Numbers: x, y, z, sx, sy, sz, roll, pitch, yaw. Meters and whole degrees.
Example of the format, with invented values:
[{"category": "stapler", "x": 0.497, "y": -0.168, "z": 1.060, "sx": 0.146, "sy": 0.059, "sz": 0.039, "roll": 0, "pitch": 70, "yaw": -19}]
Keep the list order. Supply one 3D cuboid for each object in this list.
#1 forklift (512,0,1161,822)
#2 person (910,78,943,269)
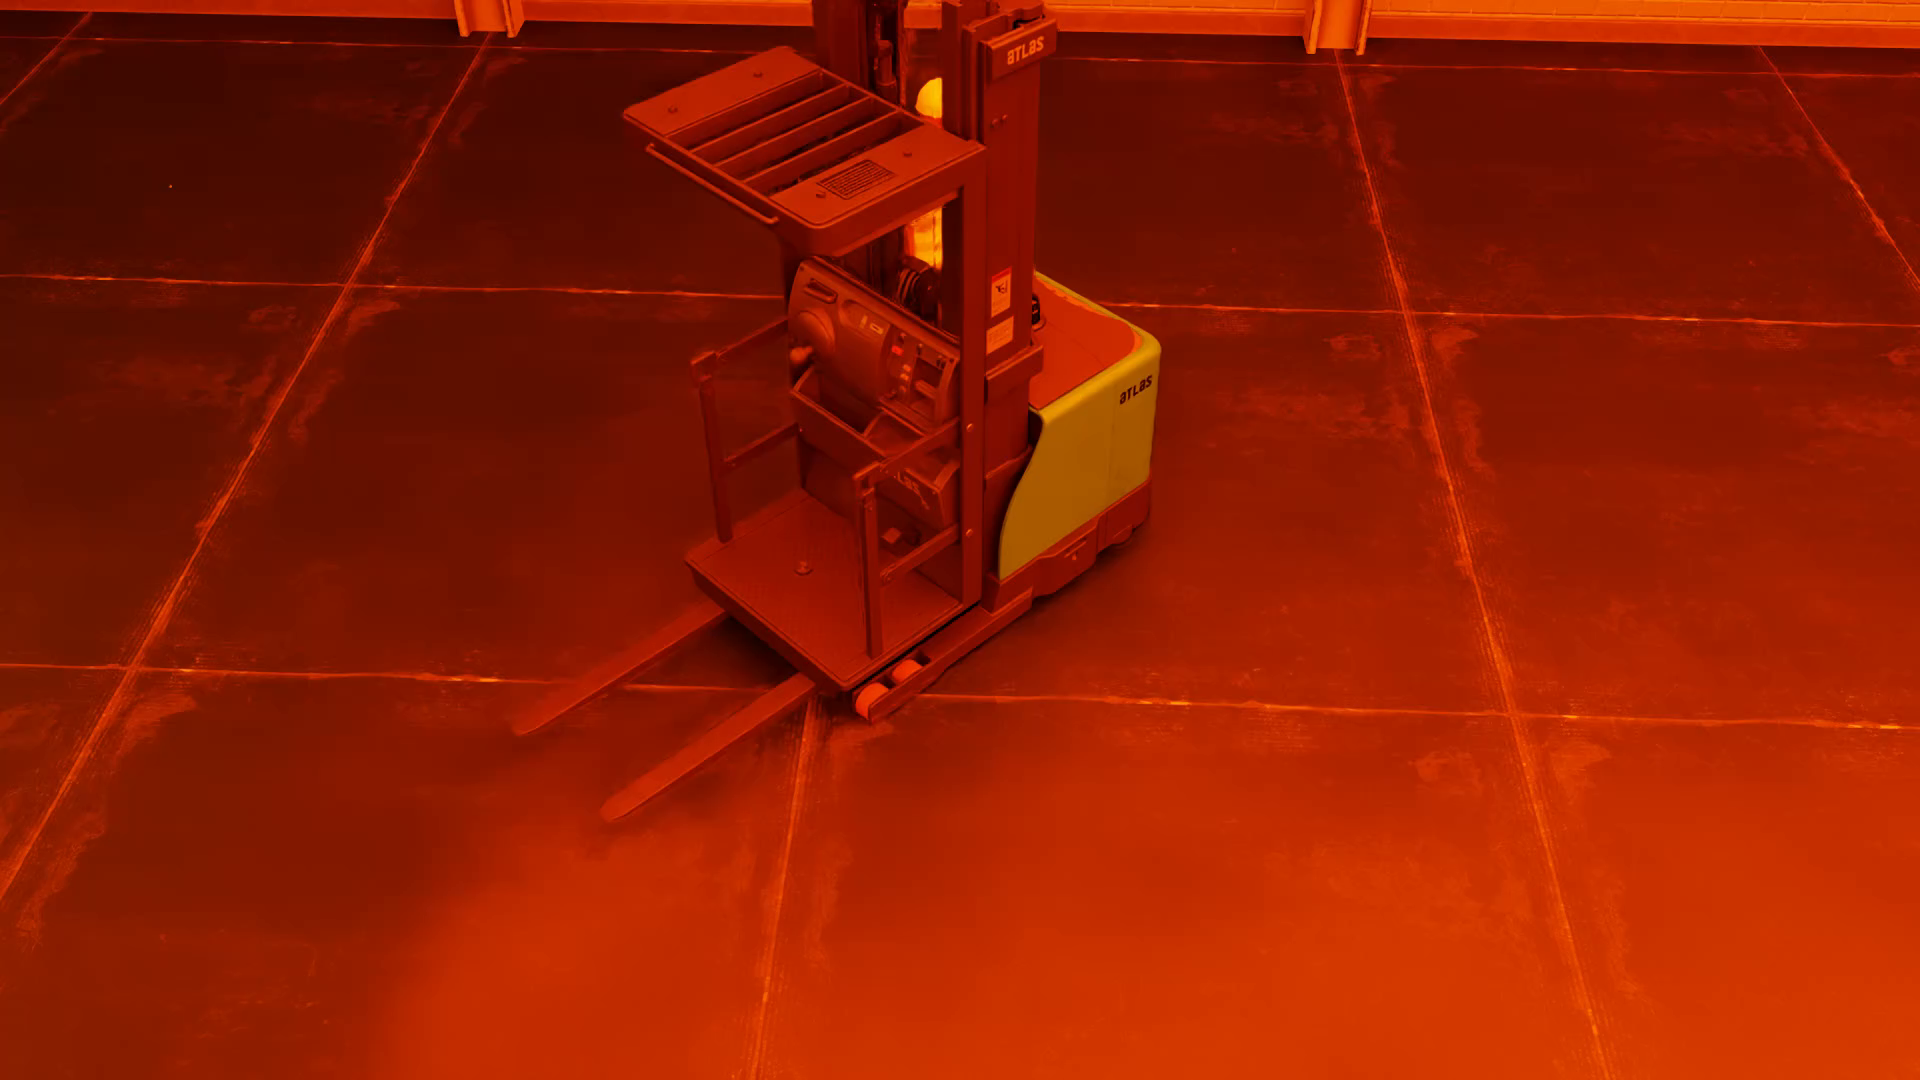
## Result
[{"category": "forklift", "x": -0.507, "y": -0.707, "z": 6.516, "sx": 3.031, "sy": 2.935, "sz": 1.130, "roll": -33, "pitch": 52, "yaw": -31}, {"category": "person", "x": -0.145, "y": -1.451, "z": 8.149, "sx": 0.425, "sy": 1.751, "sz": 0.851, "roll": 3, "pitch": 42, "yaw": 3}]
